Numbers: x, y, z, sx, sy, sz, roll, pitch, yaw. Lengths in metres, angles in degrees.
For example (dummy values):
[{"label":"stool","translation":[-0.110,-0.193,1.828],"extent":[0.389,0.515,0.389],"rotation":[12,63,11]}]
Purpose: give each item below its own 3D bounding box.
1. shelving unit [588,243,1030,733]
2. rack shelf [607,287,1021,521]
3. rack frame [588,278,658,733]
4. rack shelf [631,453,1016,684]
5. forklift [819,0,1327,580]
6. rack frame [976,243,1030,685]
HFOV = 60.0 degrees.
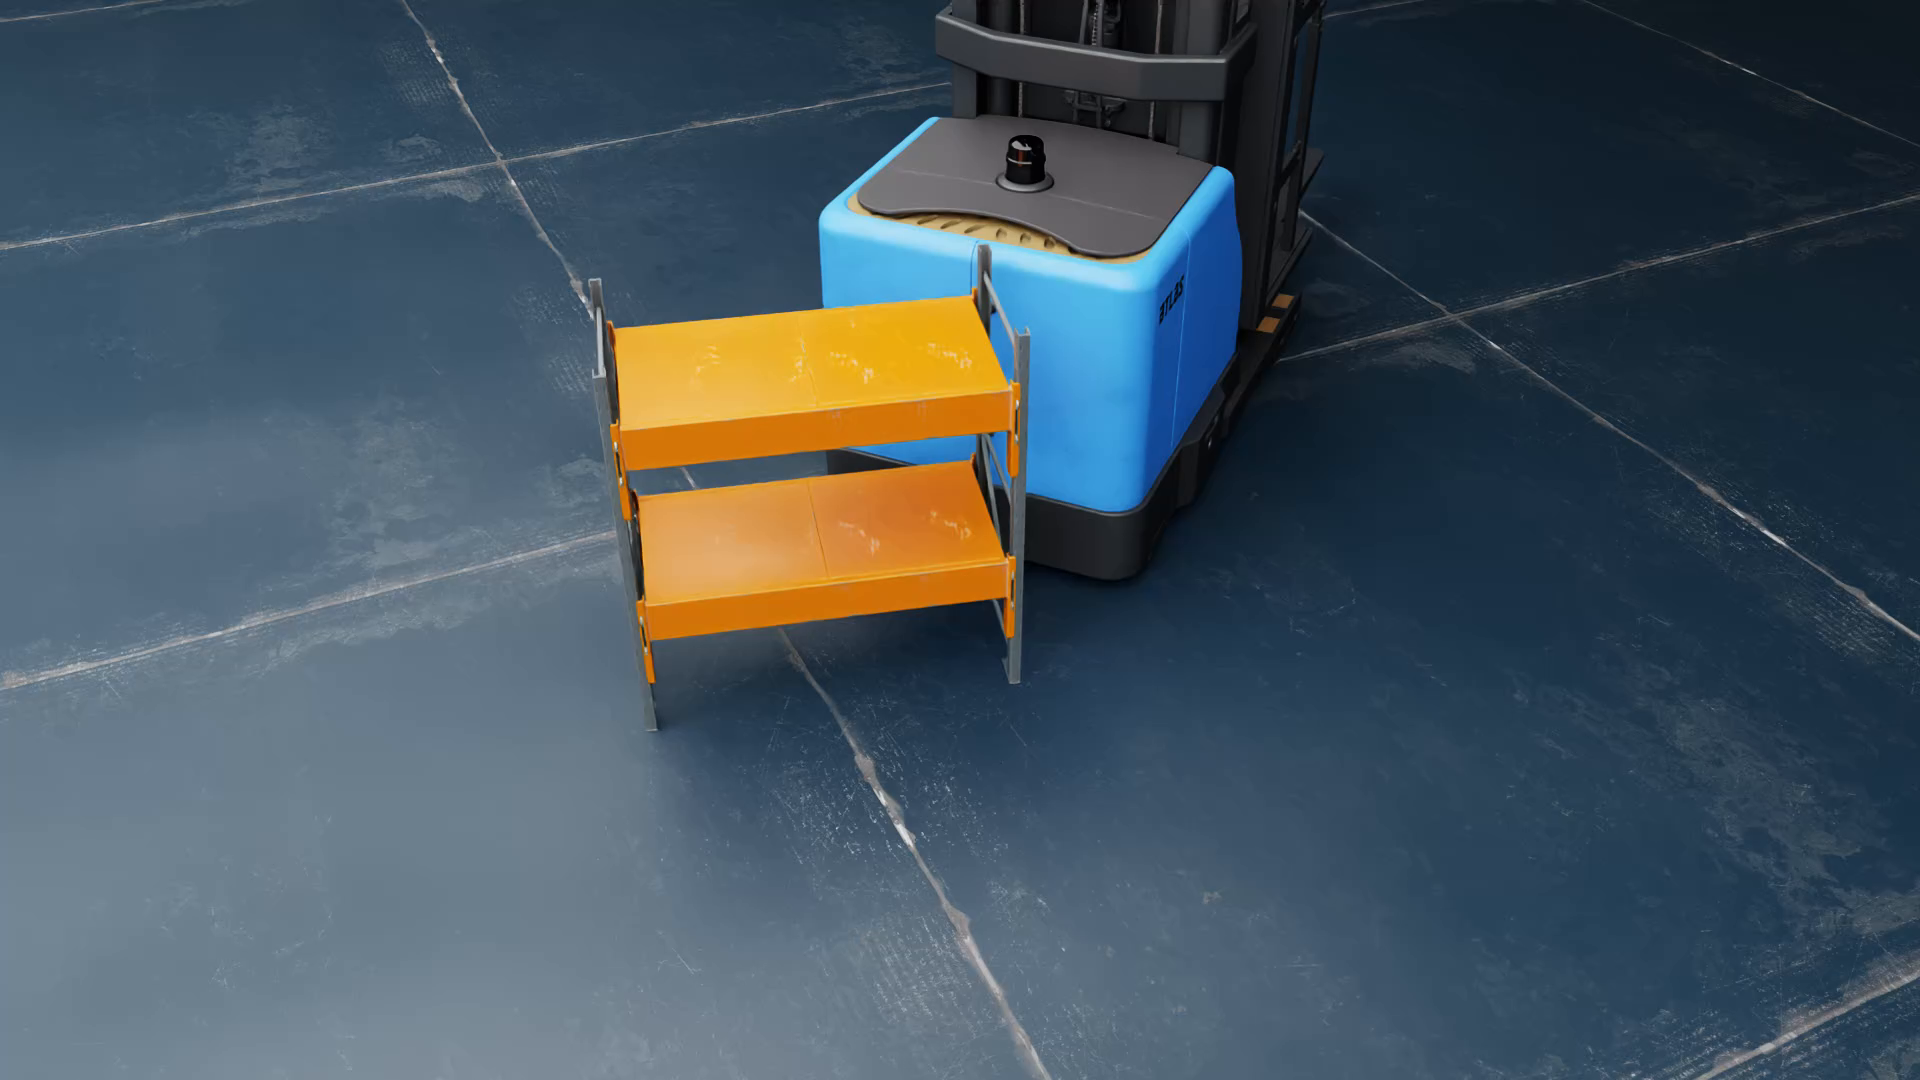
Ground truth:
[{"label":"shelving unit","translation":[-0.390,-0.132,4.483],"extent":[1.048,1.125,0.538],"rotation":[-7,37,-9]},{"label":"rack shelf","translation":[-0.390,-0.367,4.309],"extent":[1.000,0.278,0.538],"rotation":[-7,37,-9]},{"label":"rack frame","translation":[-0.889,-0.073,4.405],"extent":[0.032,1.125,0.500],"rotation":[-7,37,-9]},{"label":"rack shelf","translation":[-0.390,0.065,4.629],"extent":[1.000,0.278,0.538],"rotation":[-7,37,-9]},{"label":"forklift","translation":[0.639,-1.929,5.391],"extent":[1.130,2.935,3.031],"rotation":[15,39,19]},{"label":"rack frame","translation":[0.109,-0.190,4.562],"extent":[0.032,1.125,0.500],"rotation":[-7,37,-9]}]
